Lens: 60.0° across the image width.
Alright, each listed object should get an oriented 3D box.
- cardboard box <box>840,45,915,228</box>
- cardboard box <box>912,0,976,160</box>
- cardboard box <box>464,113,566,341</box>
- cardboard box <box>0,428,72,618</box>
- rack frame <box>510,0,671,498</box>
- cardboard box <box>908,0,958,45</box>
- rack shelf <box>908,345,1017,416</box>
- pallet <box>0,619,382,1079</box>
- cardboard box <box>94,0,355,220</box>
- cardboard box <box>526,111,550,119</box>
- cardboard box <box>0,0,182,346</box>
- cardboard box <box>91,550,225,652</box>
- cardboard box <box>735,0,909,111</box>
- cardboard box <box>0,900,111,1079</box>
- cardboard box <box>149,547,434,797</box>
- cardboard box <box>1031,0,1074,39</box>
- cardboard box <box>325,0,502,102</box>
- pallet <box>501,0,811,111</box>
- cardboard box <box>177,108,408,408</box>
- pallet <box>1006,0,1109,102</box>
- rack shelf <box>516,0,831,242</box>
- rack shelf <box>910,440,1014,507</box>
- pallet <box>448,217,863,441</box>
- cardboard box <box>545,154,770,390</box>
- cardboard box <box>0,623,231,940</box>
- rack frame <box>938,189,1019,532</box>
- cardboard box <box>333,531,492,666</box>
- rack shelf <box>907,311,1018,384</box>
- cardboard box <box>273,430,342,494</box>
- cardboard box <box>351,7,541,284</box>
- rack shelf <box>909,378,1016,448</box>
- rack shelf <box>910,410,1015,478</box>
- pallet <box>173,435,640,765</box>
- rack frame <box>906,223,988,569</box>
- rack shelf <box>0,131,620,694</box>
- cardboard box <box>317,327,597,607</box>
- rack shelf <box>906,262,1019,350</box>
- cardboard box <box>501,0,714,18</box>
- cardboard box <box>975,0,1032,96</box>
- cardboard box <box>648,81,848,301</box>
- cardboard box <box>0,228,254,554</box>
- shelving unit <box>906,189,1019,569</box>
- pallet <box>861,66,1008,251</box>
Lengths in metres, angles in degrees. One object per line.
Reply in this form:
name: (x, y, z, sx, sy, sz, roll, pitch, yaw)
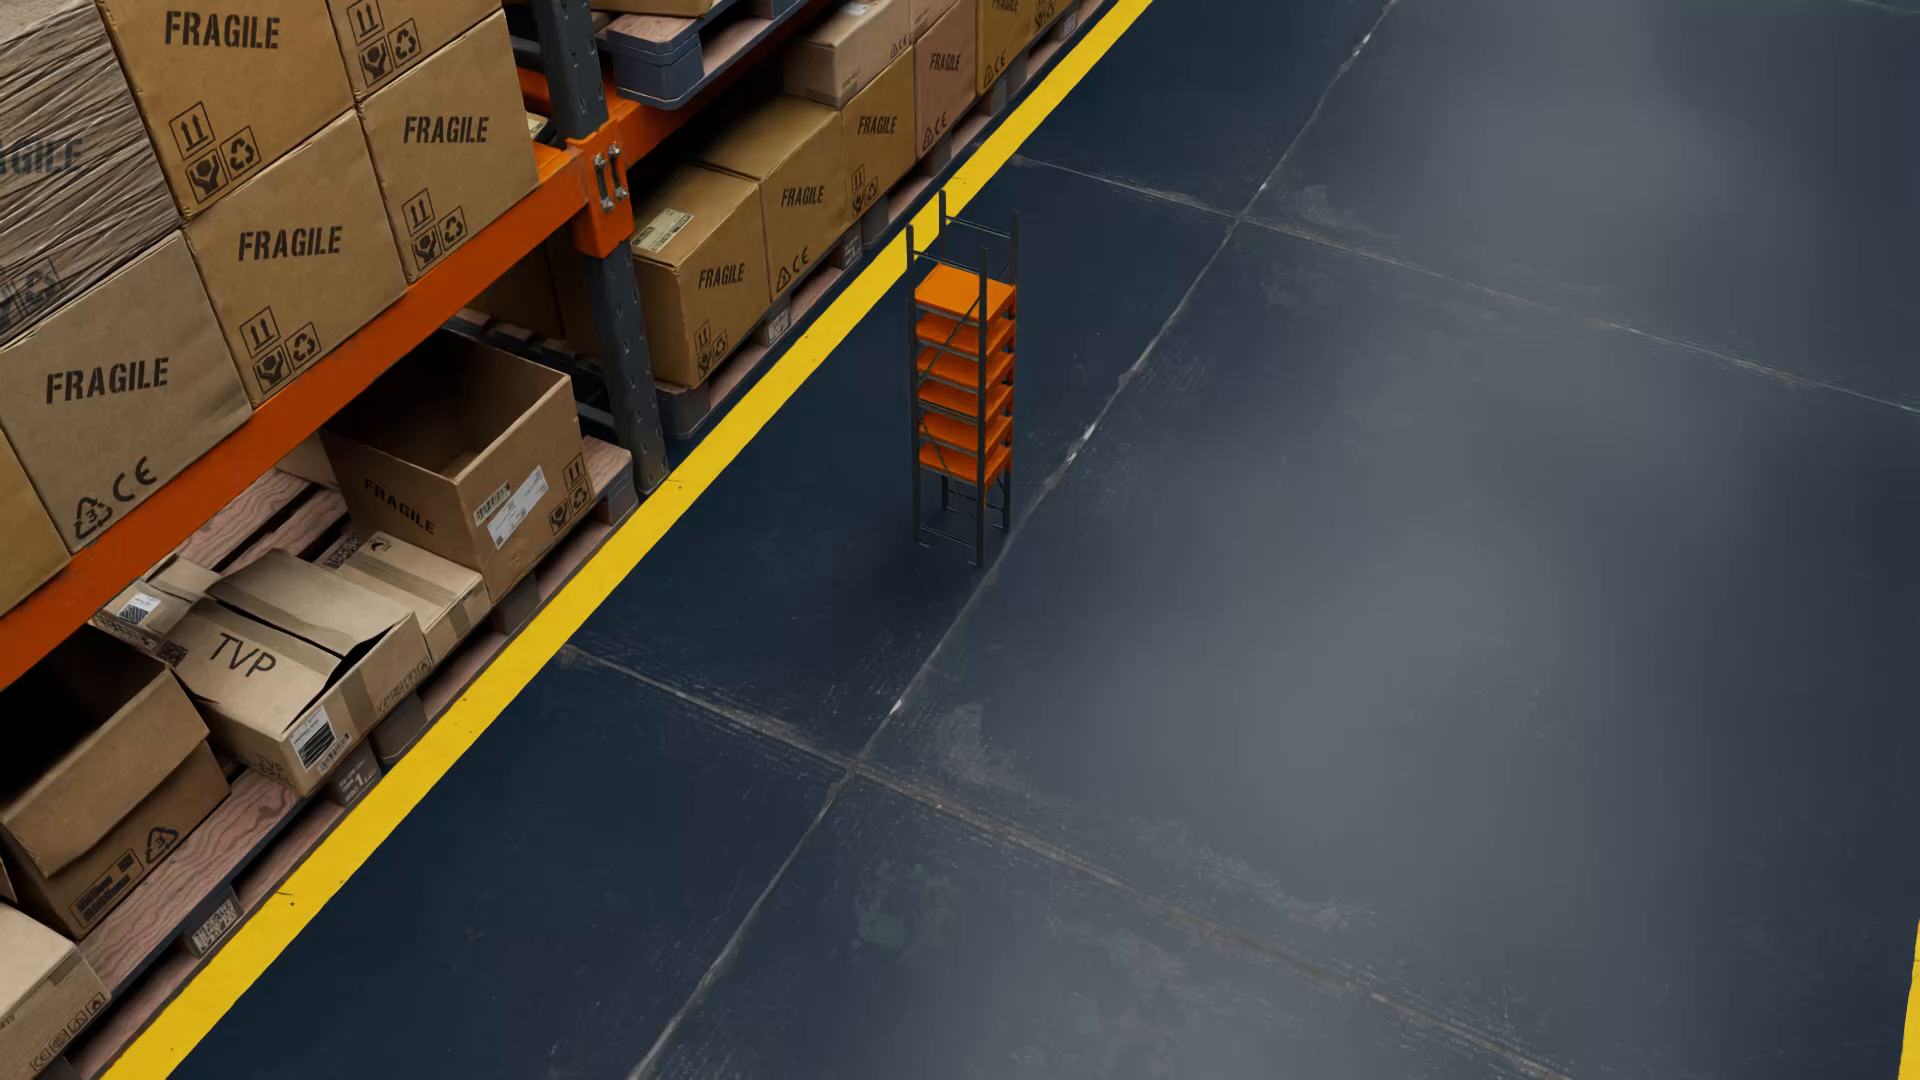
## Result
cardboard box: (-0.506, -1.548, 6.119, 0.500, 0.500, 0.500, 21, 49, 20)
cardboard box: (-0.271, -1.866, 6.434, 0.500, 0.500, 0.500, 19, 48, 18)
cardboard box: (-1.447, -1.077, 5.654, 0.500, 0.500, 0.500, 20, 49, 19)
cardboard box: (-2.136, -0.060, 3.130, 0.500, 0.500, 0.500, 21, 49, 20)
rack frame: (-1.422, -1.396, 4.520, 1.000, 3.000, 0.127, 20, 49, 19)
cardboard box: (-0.285, -2.106, 6.143, 0.500, 0.250, 0.500, 20, 49, 18)
rack shelf: (0.007, -0.484, 4.779, 0.258, 0.103, 0.180, 20, 49, 19)
pallet: (-2.307, 0.789, 4.322, 1.003, 0.211, 1.213, 20, 49, 19)
cardboard box: (-1.663, -1.054, 3.410, 0.500, 0.500, 0.500, 20, 49, 18)
cardboard box: (-1.210, -1.386, 5.959, 0.500, 0.500, 0.500, 21, 49, 19)
cardboard box: (-1.897, -0.737, 3.096, 0.500, 0.500, 0.500, 21, 49, 19)
cardboard box: (-2.202, 0.187, 4.639, 0.380, 0.166, 0.250, 20, 49, 19)
cardboard box: (-0.518, -1.789, 5.830, 0.500, 0.250, 0.500, 21, 49, 19)
cardboard box: (-2.311, 1.057, 3.720, 0.500, 0.250, 0.500, 20, 49, 19)
cardboard box: (-1.784, 0.320, 4.406, 0.500, 0.311, 0.500, 20, 49, 19)
cardboard box: (0.208, -2.525, 7.084, 0.500, 0.500, 0.500, 22, 49, 21)
cardboard box: (-1.428, -1.378, 3.730, 0.500, 0.500, 0.500, 21, 49, 19)
pallet: (-0.955, -1.795, 5.050, 1.003, 0.211, 1.213, 20, 49, 19)
cardboard box: (-1.665, -0.706, 3.768, 0.500, 0.500, 0.500, 22, 49, 20)
pallet: (0.054, -2.477, 7.550, 1.003, 0.211, 1.213, 20, 49, 19)
rack shelf: (-0.494, -2.403, 6.021, 1.077, 0.370, 4.000, 20, 49, 19)
rack shelf: (0.007, -0.231, 5.035, 0.258, 0.103, 0.180, 20, 49, 19)
pallet: (-1.078, -0.940, 6.031, 1.003, 0.211, 1.213, 20, 49, 19)
cardboard box: (-0.982, -0.896, 5.475, 0.500, 0.500, 0.500, 18, 48, 17)
cardboard box: (-2.290, 0.513, 4.080, 0.797, 0.503, 0.637, 20, 49, 19)
rack frame: (0.049, -0.489, 4.889, 0.240, 1.200, 0.006, 20, 49, 19)
cardboard box: (-1.557, 0.161, 4.677, 0.380, 0.149, 0.250, 20, 49, 19)
rack shelf: (0.007, -0.568, 4.693, 0.258, 0.103, 0.180, 20, 49, 19)
cardboard box: (-1.809, -0.412, 5.129, 0.500, 0.311, 0.500, 20, 49, 19)
cardboard box: (-1.427, -1.031, 4.090, 0.500, 0.500, 0.500, 21, 49, 20)
rack shelf: (0.007, -0.400, 4.864, 0.258, 0.103, 0.180, 20, 49, 19)
rack shelf: (0.007, -0.315, 4.949, 0.258, 0.103, 0.180, 20, 49, 19)
pallet: (-1.742, 0.017, 5.085, 1.003, 0.211, 1.213, 20, 49, 19)
rack frame: (-0.036, -0.373, 4.775, 0.240, 1.200, 0.006, 20, 49, 19)
rack shelf: (-2.351, 0.117, 3.531, 1.077, 0.370, 4.000, 20, 49, 19)
cardboard box: (-1.436, -0.219, 4.806, 0.500, 0.500, 0.500, 20, 49, 19)
rack shelf: (0.007, -0.653, 4.608, 0.258, 0.103, 0.180, 20, 49, 19)
cardboard box: (-1.004, -1.803, 4.557, 0.700, 0.500, 0.500, 6, 46, 6)
cardboard box: (-0.032, -2.199, 6.762, 0.500, 0.500, 0.500, 19, 48, 18)
cardboard box: (-0.744, -1.235, 5.810, 0.500, 0.500, 0.500, 21, 49, 20)
cardboard box: (-1.902, -0.381, 3.448, 0.500, 0.500, 0.500, 22, 49, 20)
shelving unit: (0.007, -0.431, 4.832, 0.258, 1.200, 0.189, 20, 49, 19)
pallet: (-0.513, -1.712, 6.793, 1.003, 0.211, 1.213, 20, 49, 19)
